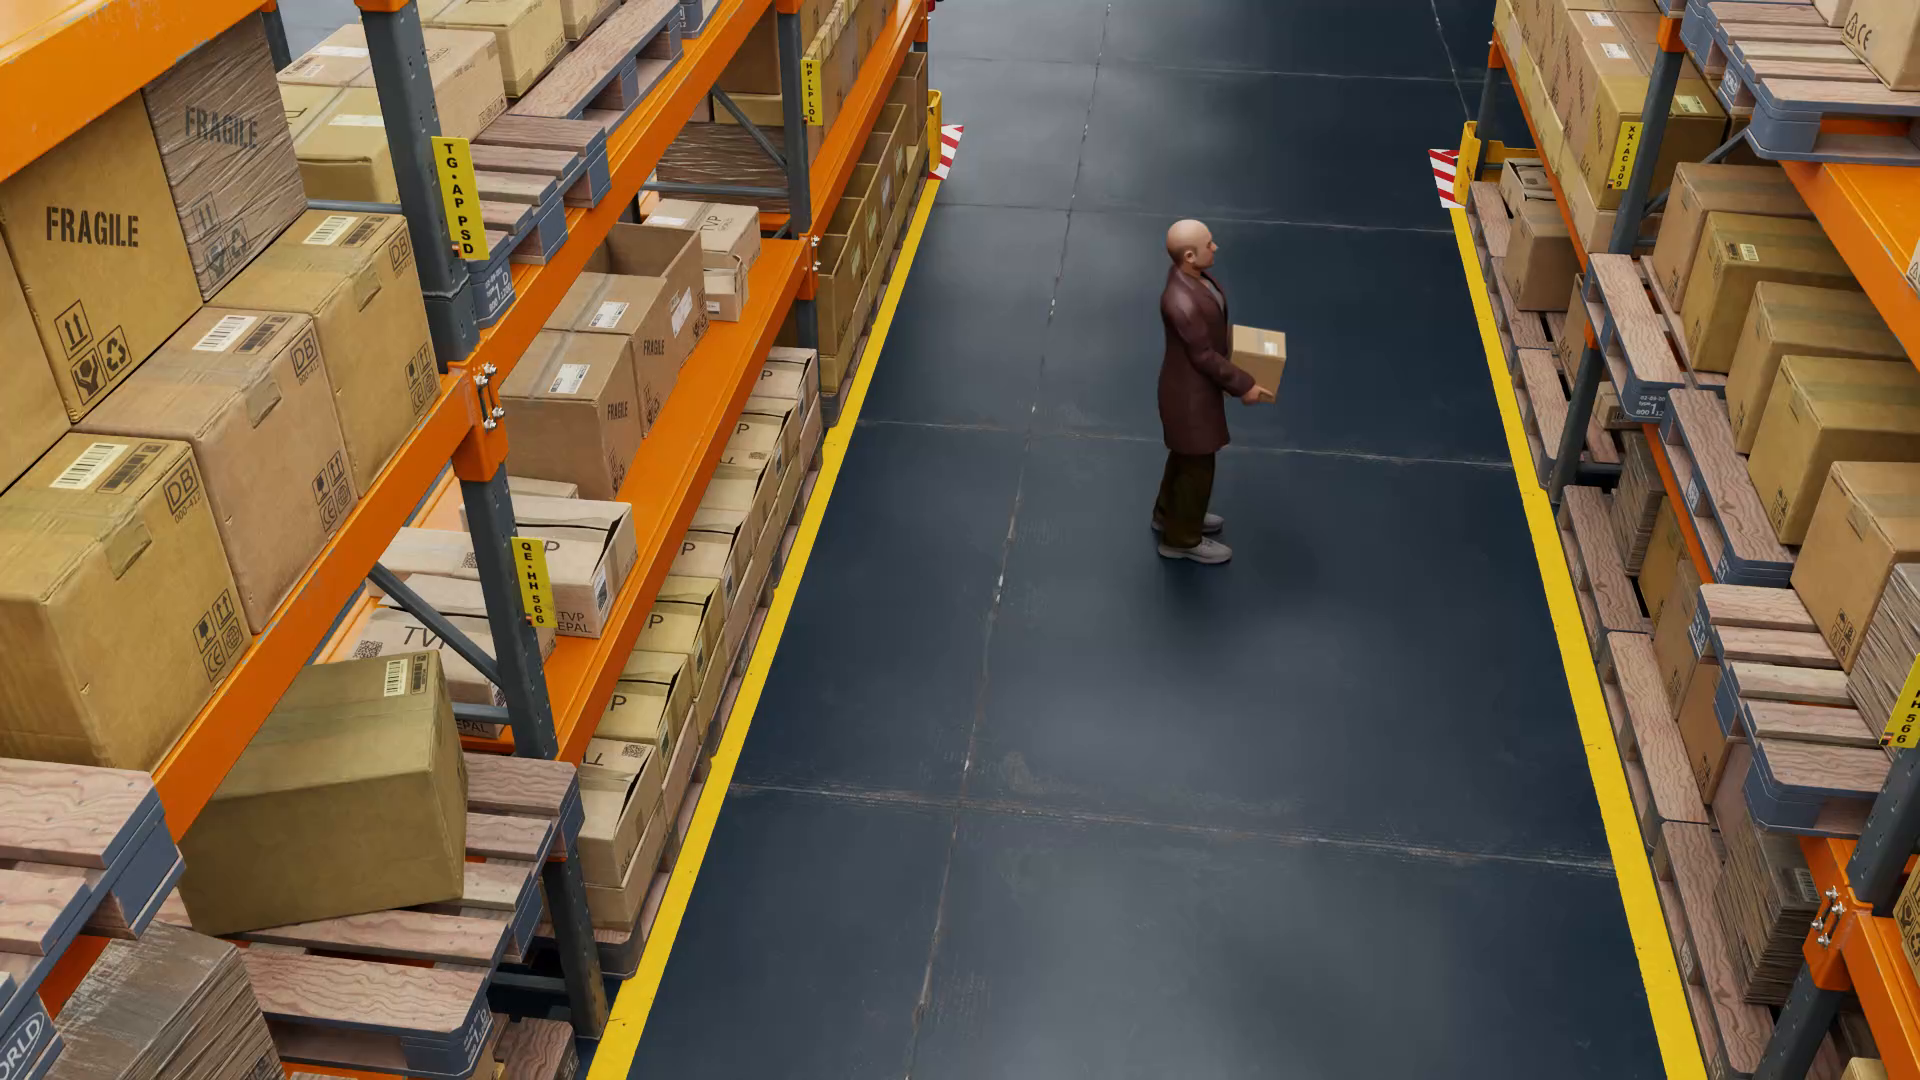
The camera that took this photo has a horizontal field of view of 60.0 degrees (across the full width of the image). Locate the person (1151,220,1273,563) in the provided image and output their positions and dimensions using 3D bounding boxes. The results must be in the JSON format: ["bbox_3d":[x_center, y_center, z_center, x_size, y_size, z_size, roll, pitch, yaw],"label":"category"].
[{"bbox_3d":[1.220,-0.710,8.050,0.563,1.769,0.527,5,36,6],"label":"person"}]
